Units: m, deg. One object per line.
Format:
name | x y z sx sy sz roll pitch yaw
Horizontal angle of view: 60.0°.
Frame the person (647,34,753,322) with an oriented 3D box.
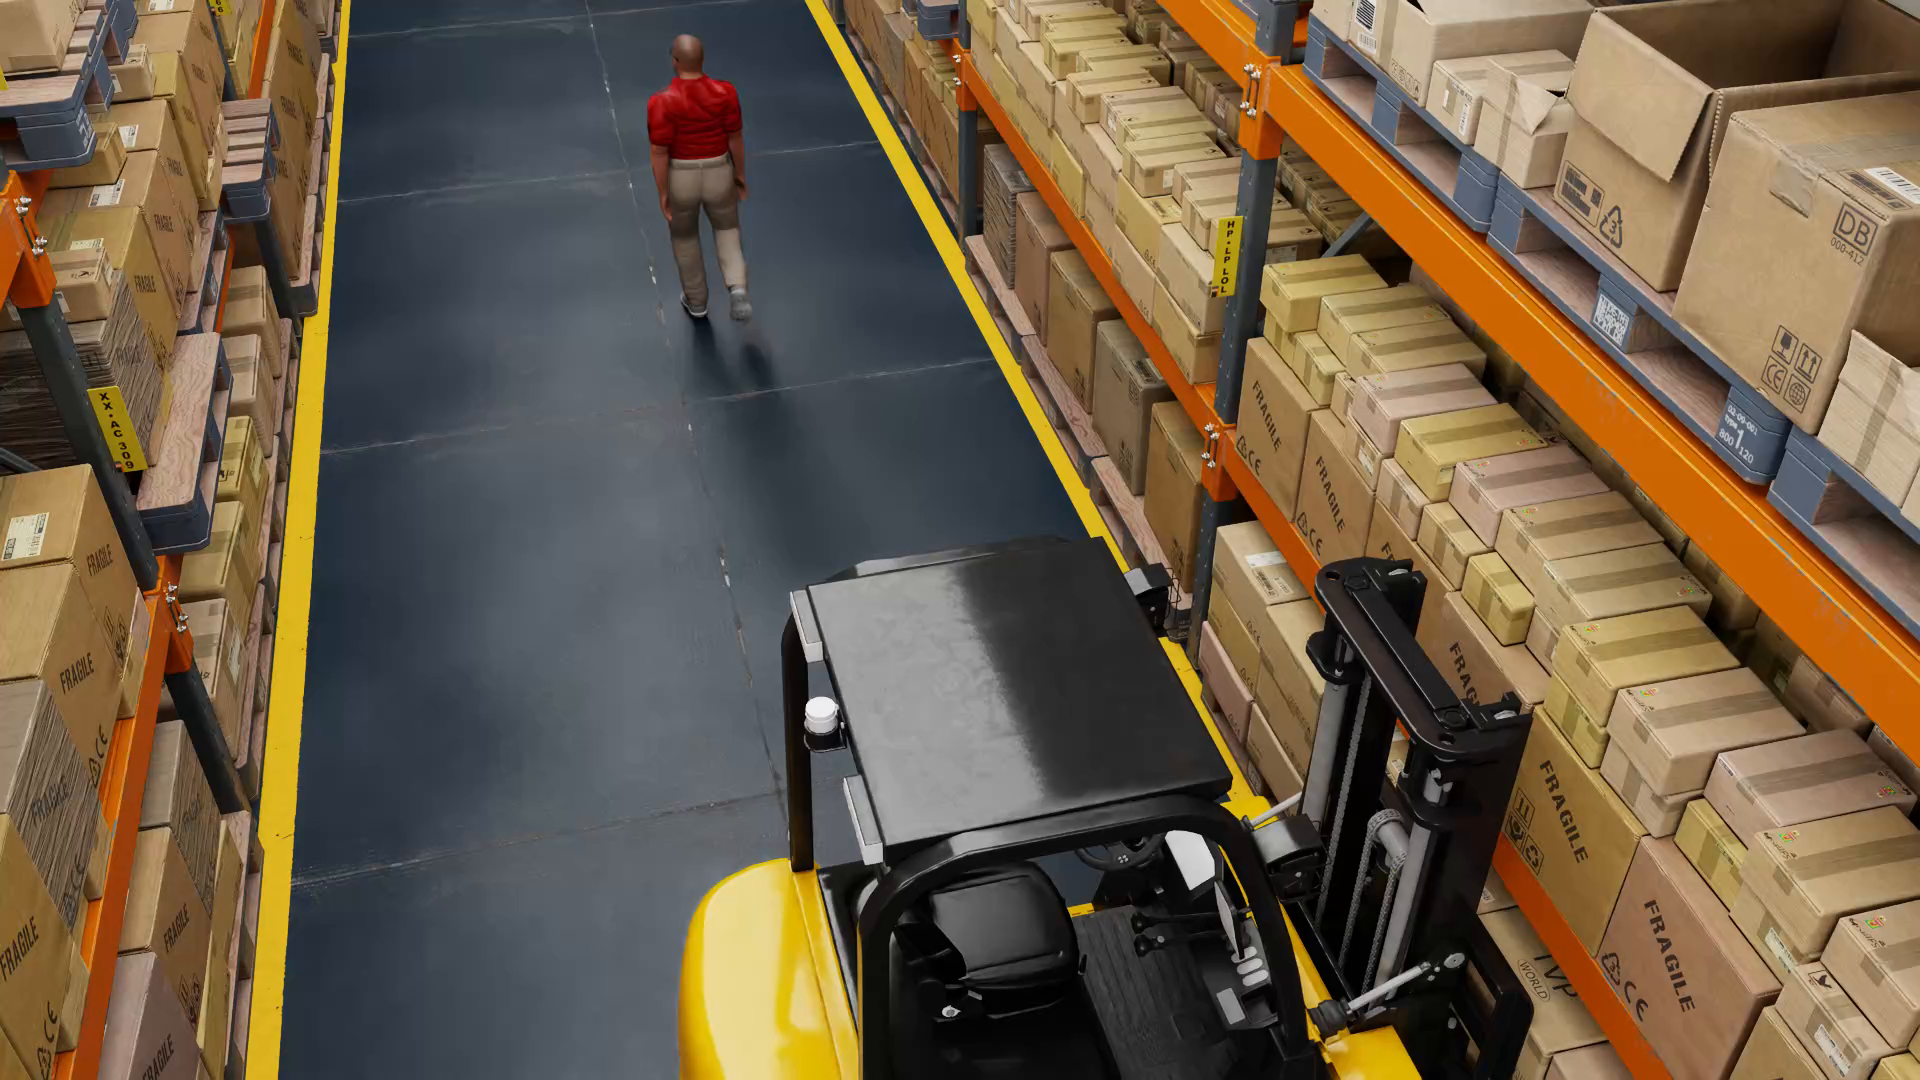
person | -1.440 -1.984 9.246 0.539 1.705 0.663 -12 40 -15
